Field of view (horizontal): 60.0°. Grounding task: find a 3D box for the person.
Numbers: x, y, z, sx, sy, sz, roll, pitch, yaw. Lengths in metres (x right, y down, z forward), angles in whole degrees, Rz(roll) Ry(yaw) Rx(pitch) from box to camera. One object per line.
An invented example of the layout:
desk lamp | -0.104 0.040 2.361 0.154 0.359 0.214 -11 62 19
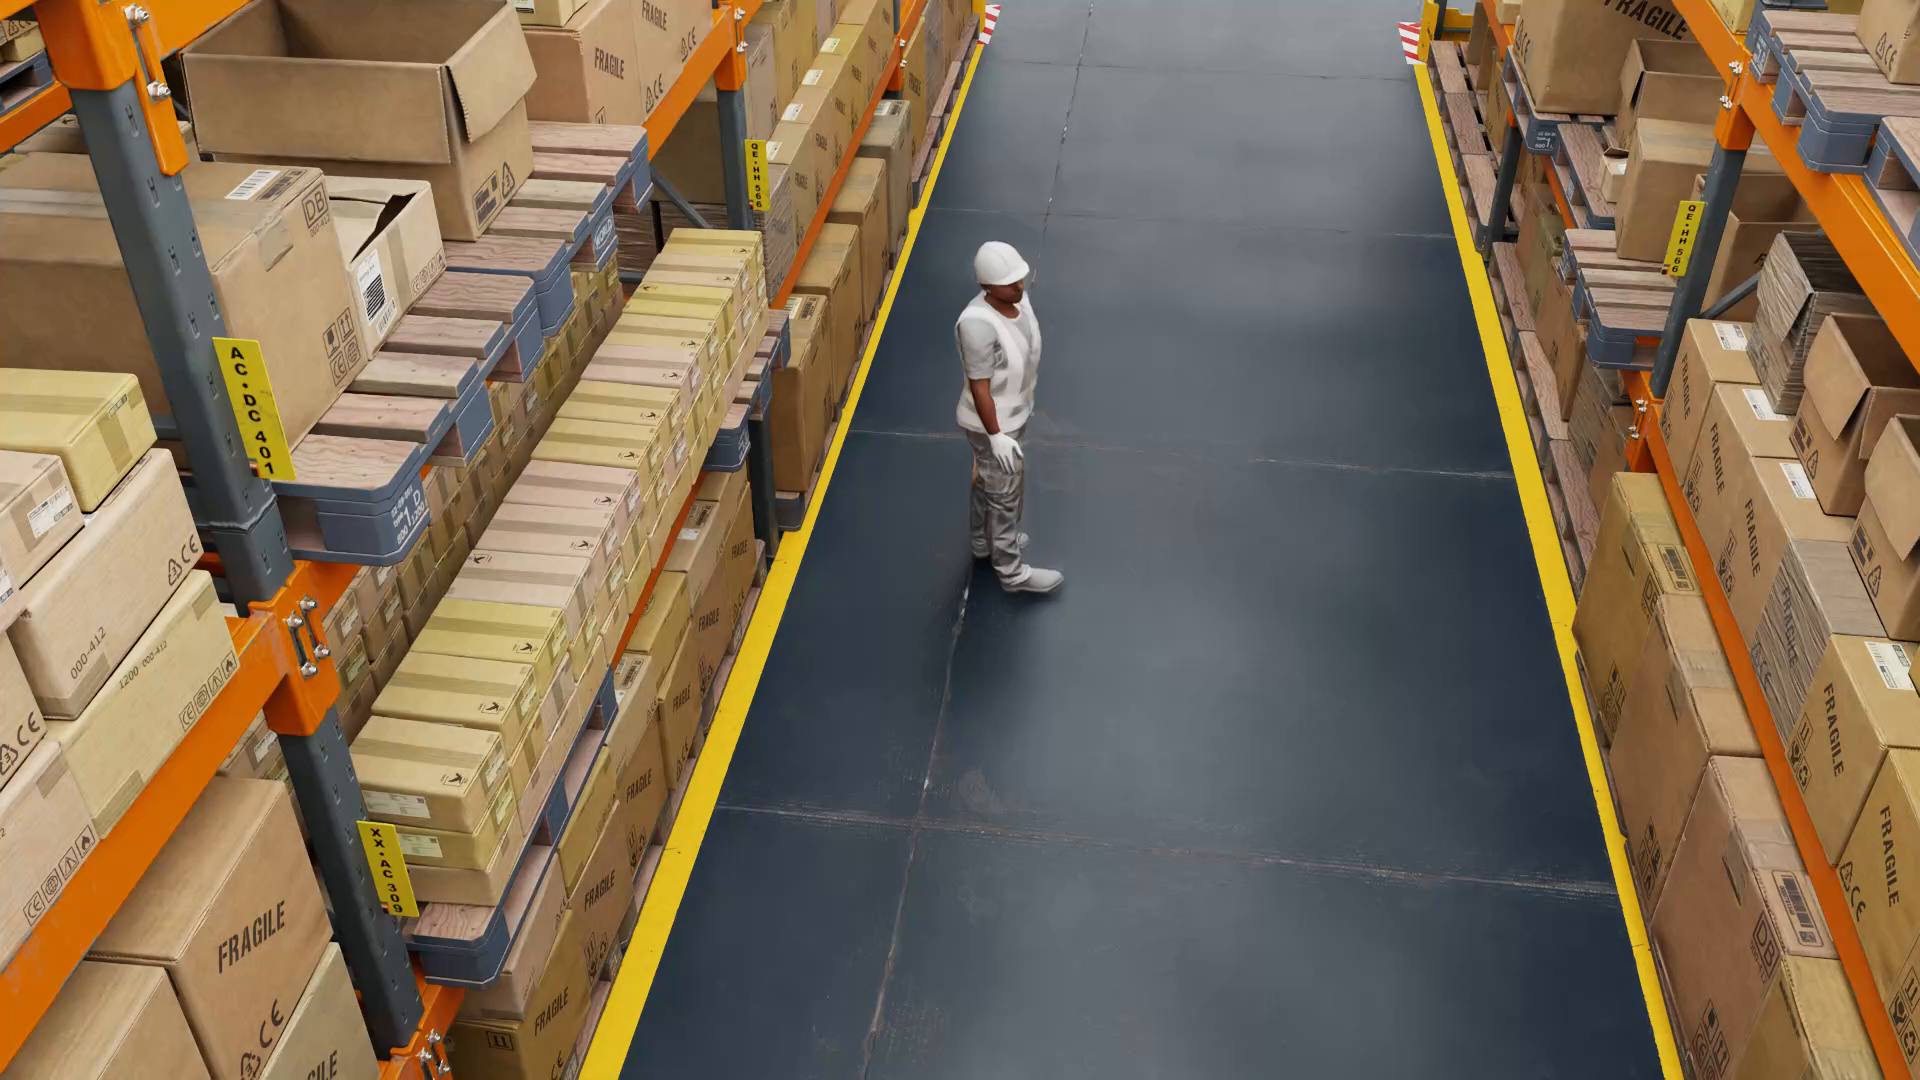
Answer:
person | 0.255 -0.551 7.740 0.550 1.784 0.630 16 39 21
